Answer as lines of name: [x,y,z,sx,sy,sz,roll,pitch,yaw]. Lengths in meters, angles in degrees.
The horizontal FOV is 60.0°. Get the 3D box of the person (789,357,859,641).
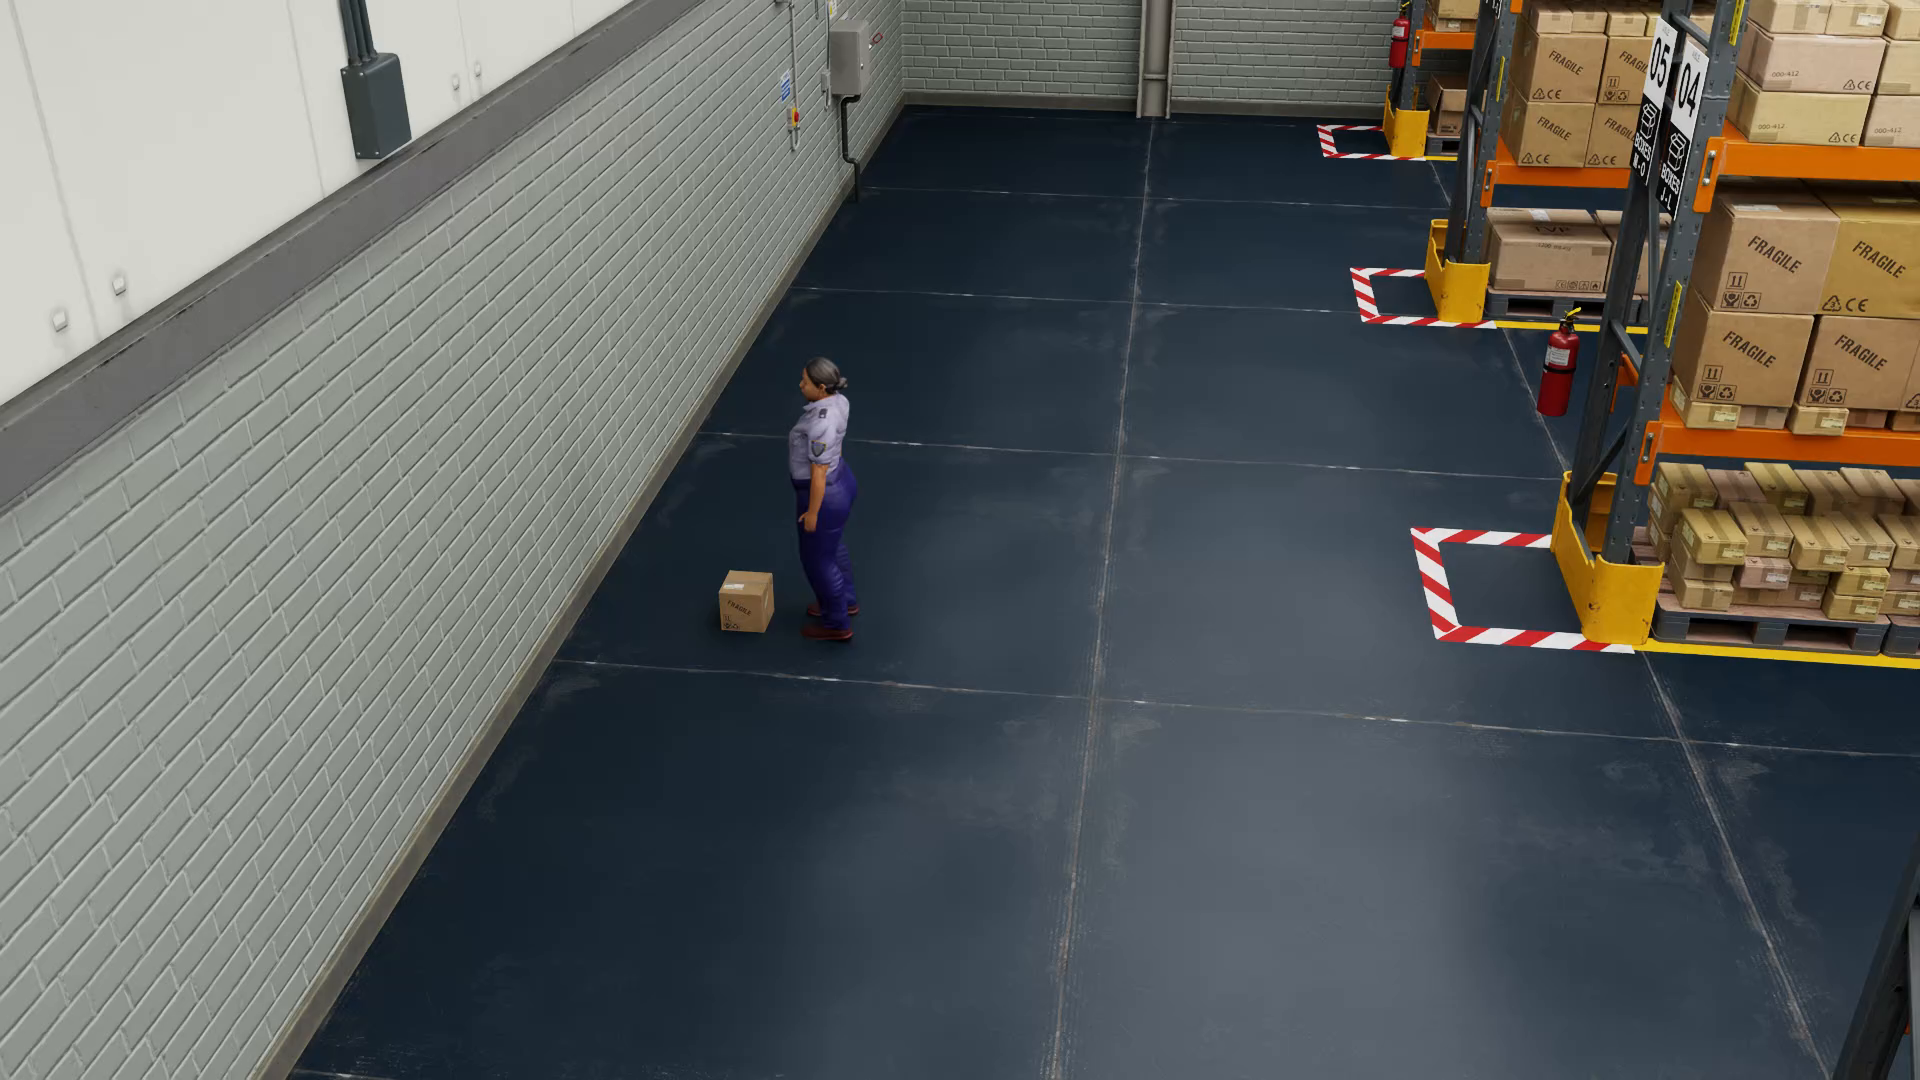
person: [-0.749,-0.227,9.067,0.343,1.648,0.467,4,29,7]
